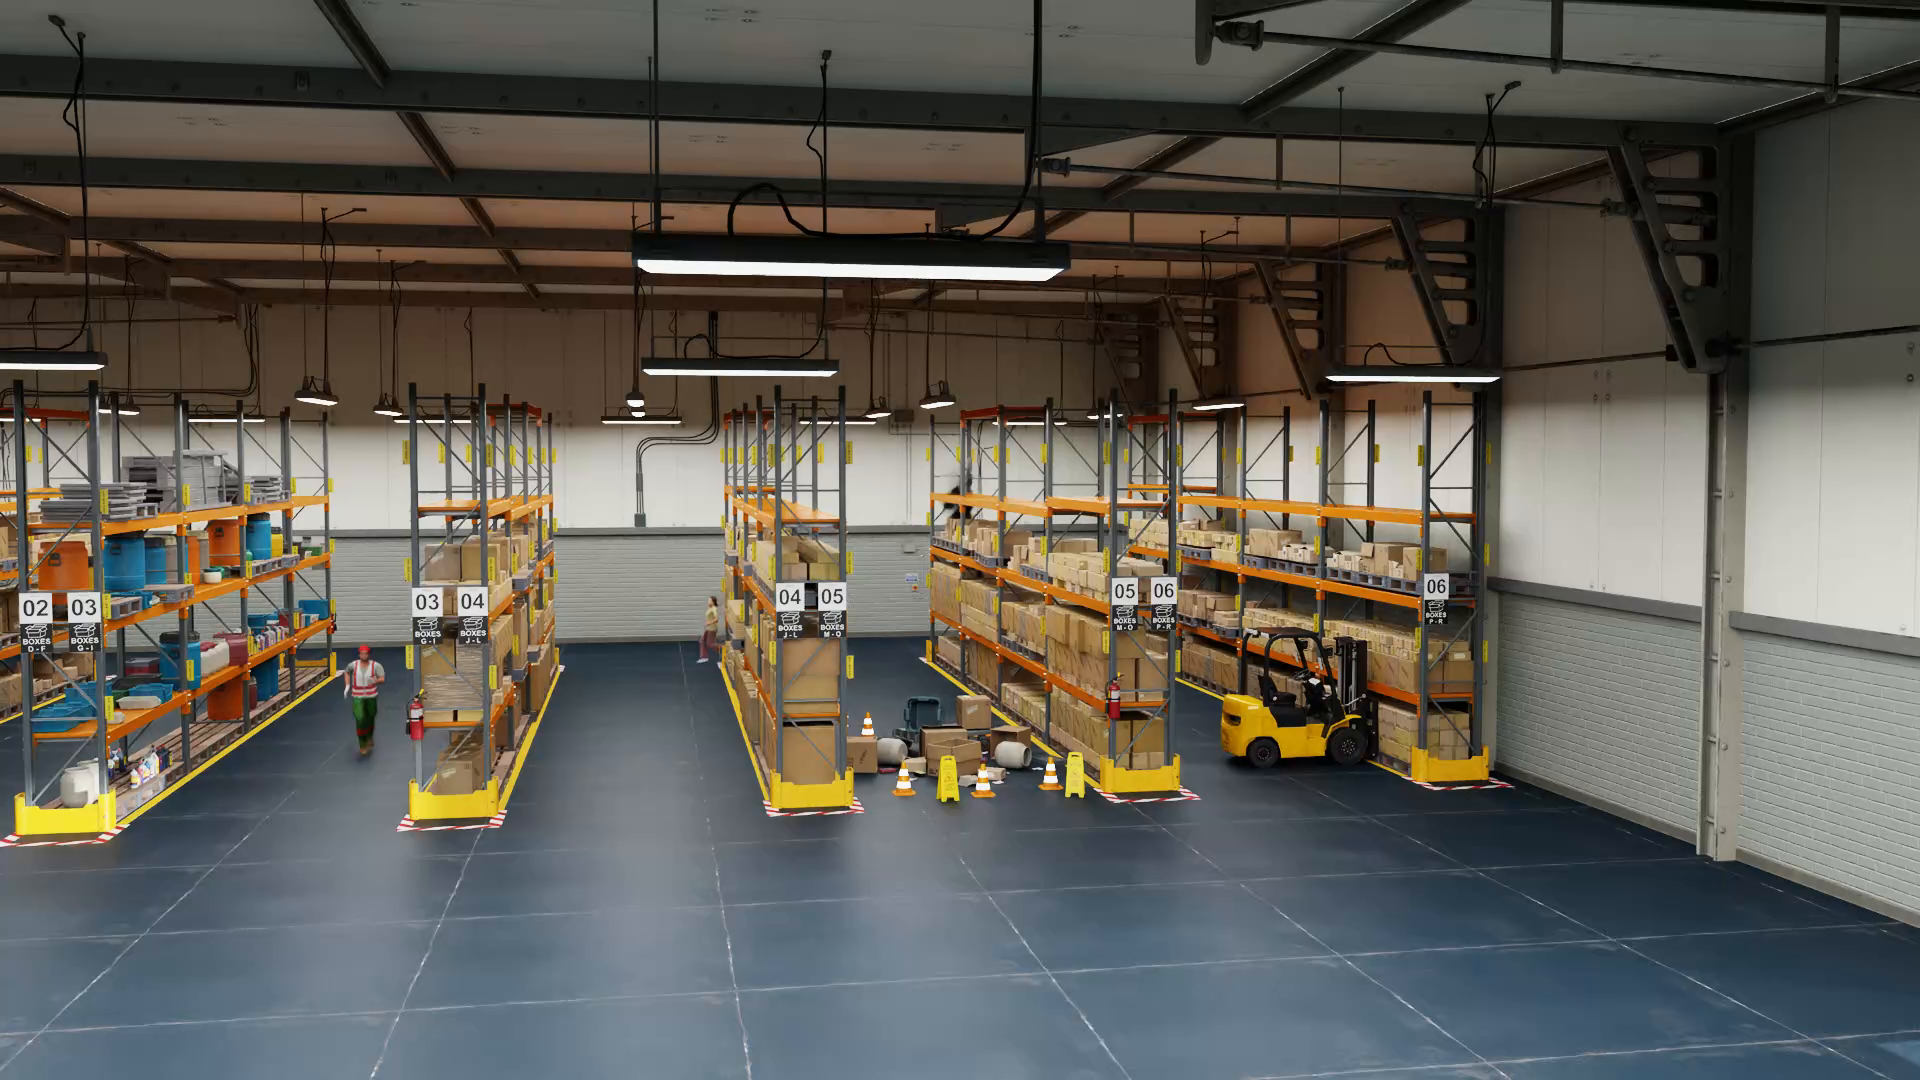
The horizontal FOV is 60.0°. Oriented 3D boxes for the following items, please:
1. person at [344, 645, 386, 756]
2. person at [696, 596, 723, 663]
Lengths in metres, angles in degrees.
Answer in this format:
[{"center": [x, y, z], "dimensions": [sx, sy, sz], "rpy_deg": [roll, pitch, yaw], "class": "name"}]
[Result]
[{"center": [-10.018, 2.661, 28.007], "dimensions": [0.655, 1.815, 0.936], "rpy_deg": [-1, 3, -21], "class": "person"}, {"center": [-5.961, 2.165, 40.208], "dimensions": [0.792, 1.651, 0.613], "rpy_deg": [-1, 3, -20], "class": "person"}]
